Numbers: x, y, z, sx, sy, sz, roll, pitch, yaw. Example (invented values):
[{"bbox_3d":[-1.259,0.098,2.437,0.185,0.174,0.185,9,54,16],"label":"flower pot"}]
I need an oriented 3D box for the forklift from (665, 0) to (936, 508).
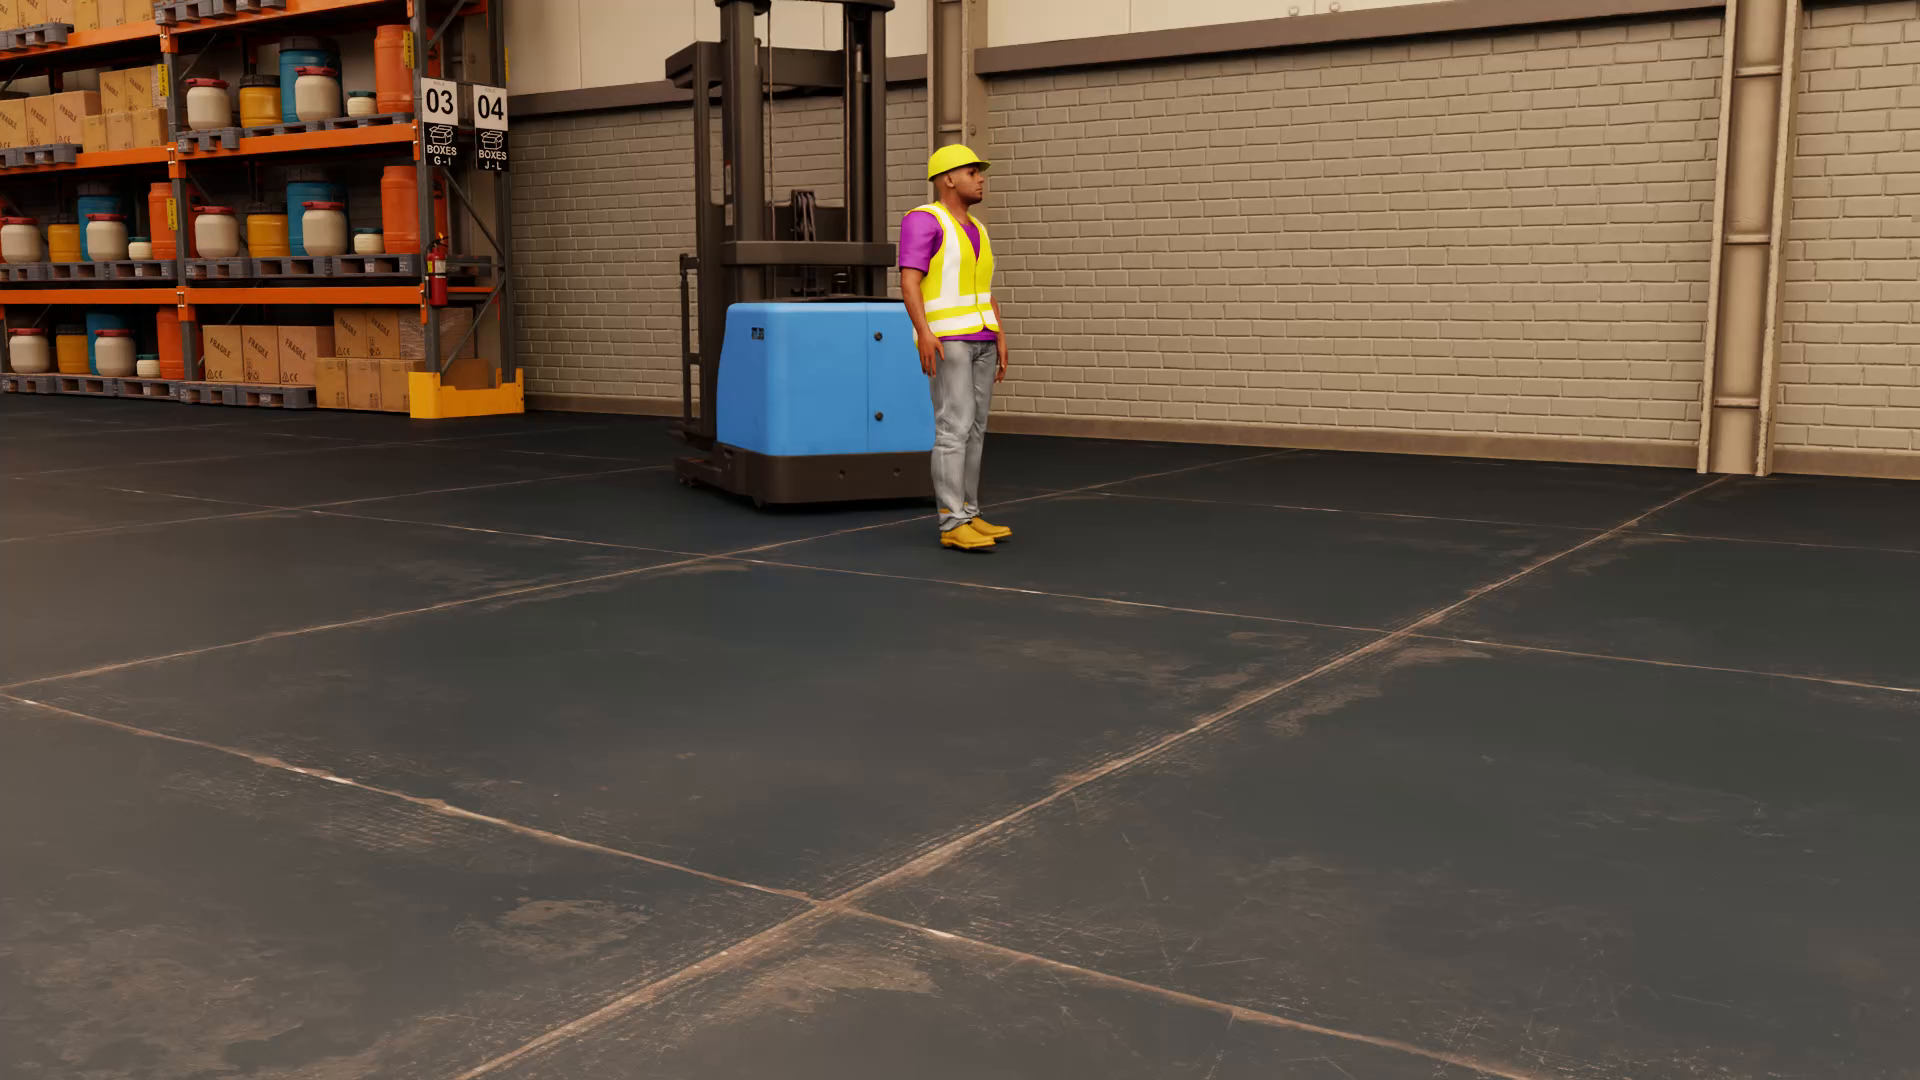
[{"bbox_3d":[-1.066,-1.783,9.732,1.130,2.935,3.031,-3,9,-23],"label":"forklift"}]

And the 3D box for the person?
[{"bbox_3d":[0.056,-0.875,7.435,0.574,1.769,0.665,5,10,34],"label":"person"}]
